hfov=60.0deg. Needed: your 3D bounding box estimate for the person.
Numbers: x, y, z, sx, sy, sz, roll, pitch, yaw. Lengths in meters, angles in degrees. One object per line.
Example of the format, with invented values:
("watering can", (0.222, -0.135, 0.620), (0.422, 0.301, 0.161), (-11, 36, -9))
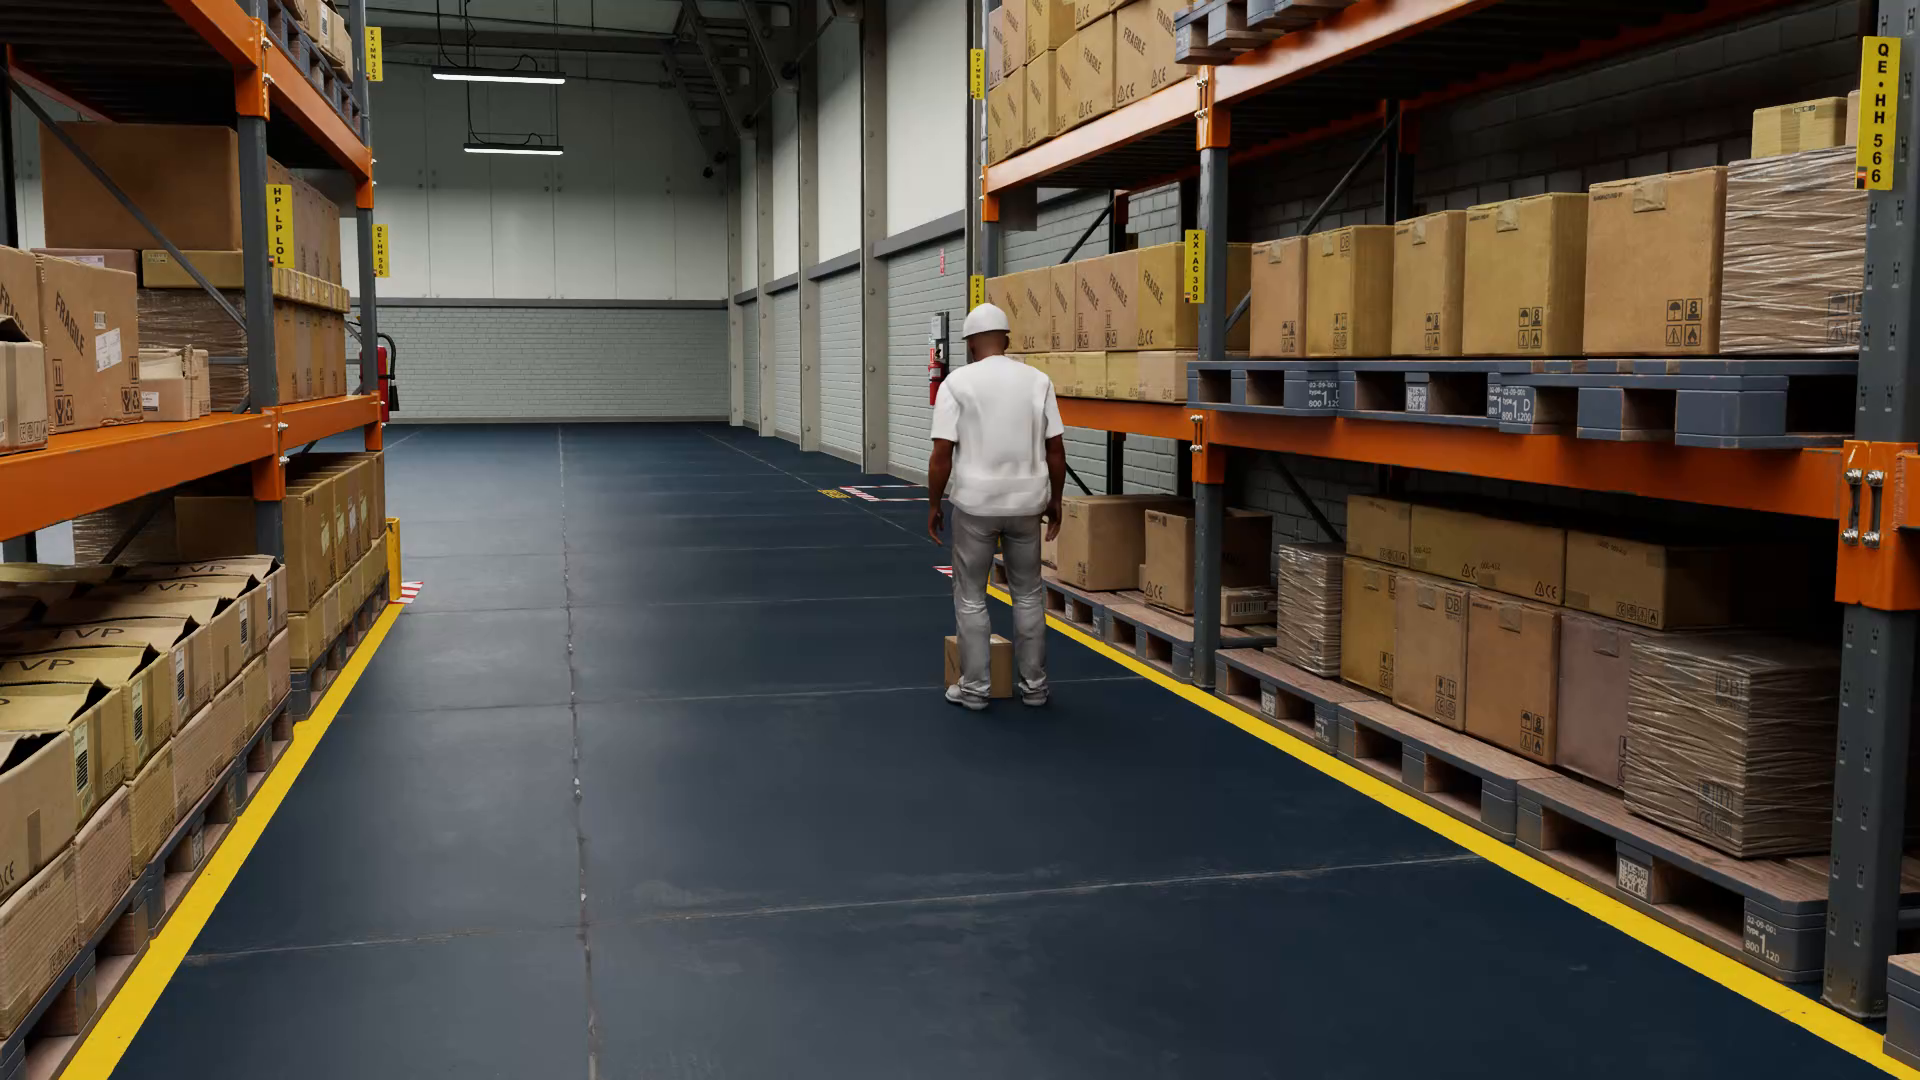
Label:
("person", (0.156, -0.150, 7.276), (0.627, 1.761, 0.458), (-2, 6, -16))
